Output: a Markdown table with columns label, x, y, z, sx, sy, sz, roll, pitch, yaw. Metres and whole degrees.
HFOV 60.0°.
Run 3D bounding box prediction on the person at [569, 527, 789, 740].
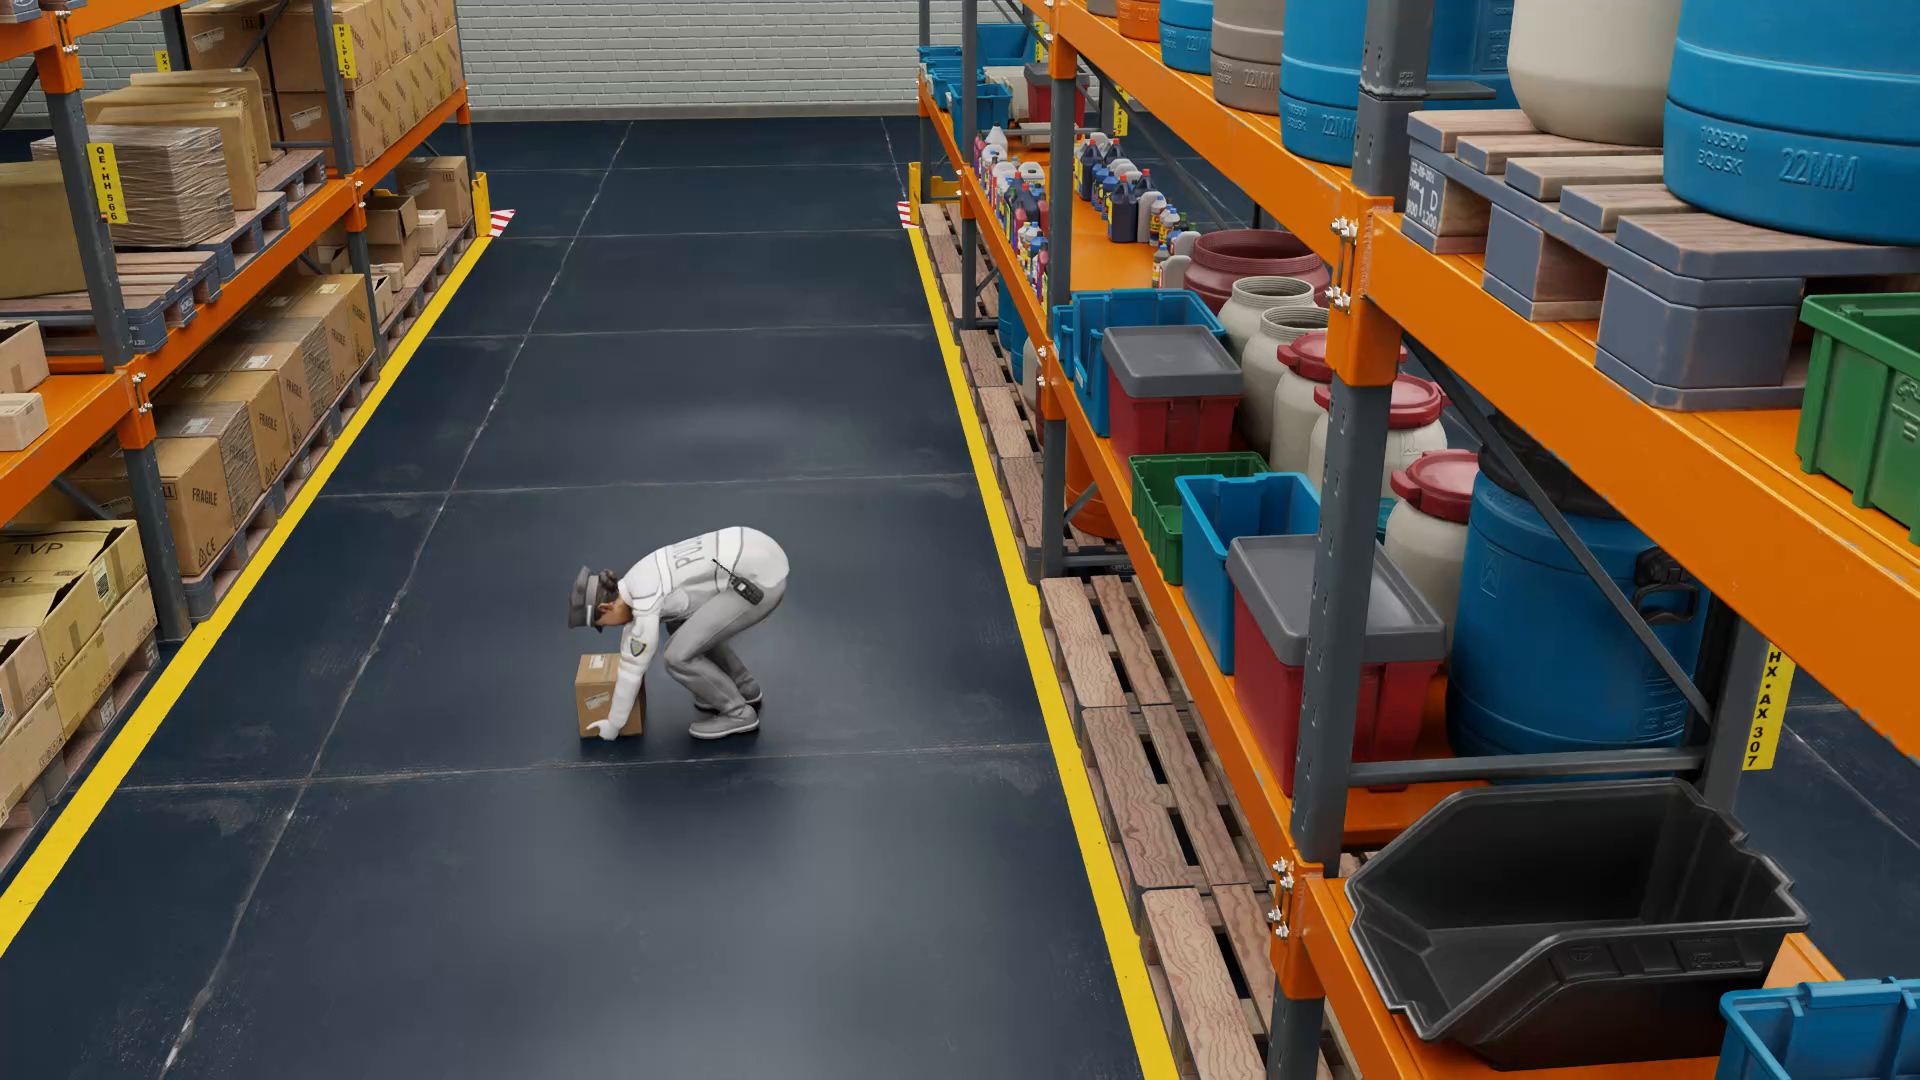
| label | x | y | z | sx | sy | sz | roll | pitch | yaw |
| --- | --- | --- | --- | --- | --- | --- | --- | --- | --- |
| person | -1.136 | 0.386 | 6.790 | 0.894 | 0.833 | 0.468 | -3 | 24 | -7 |
